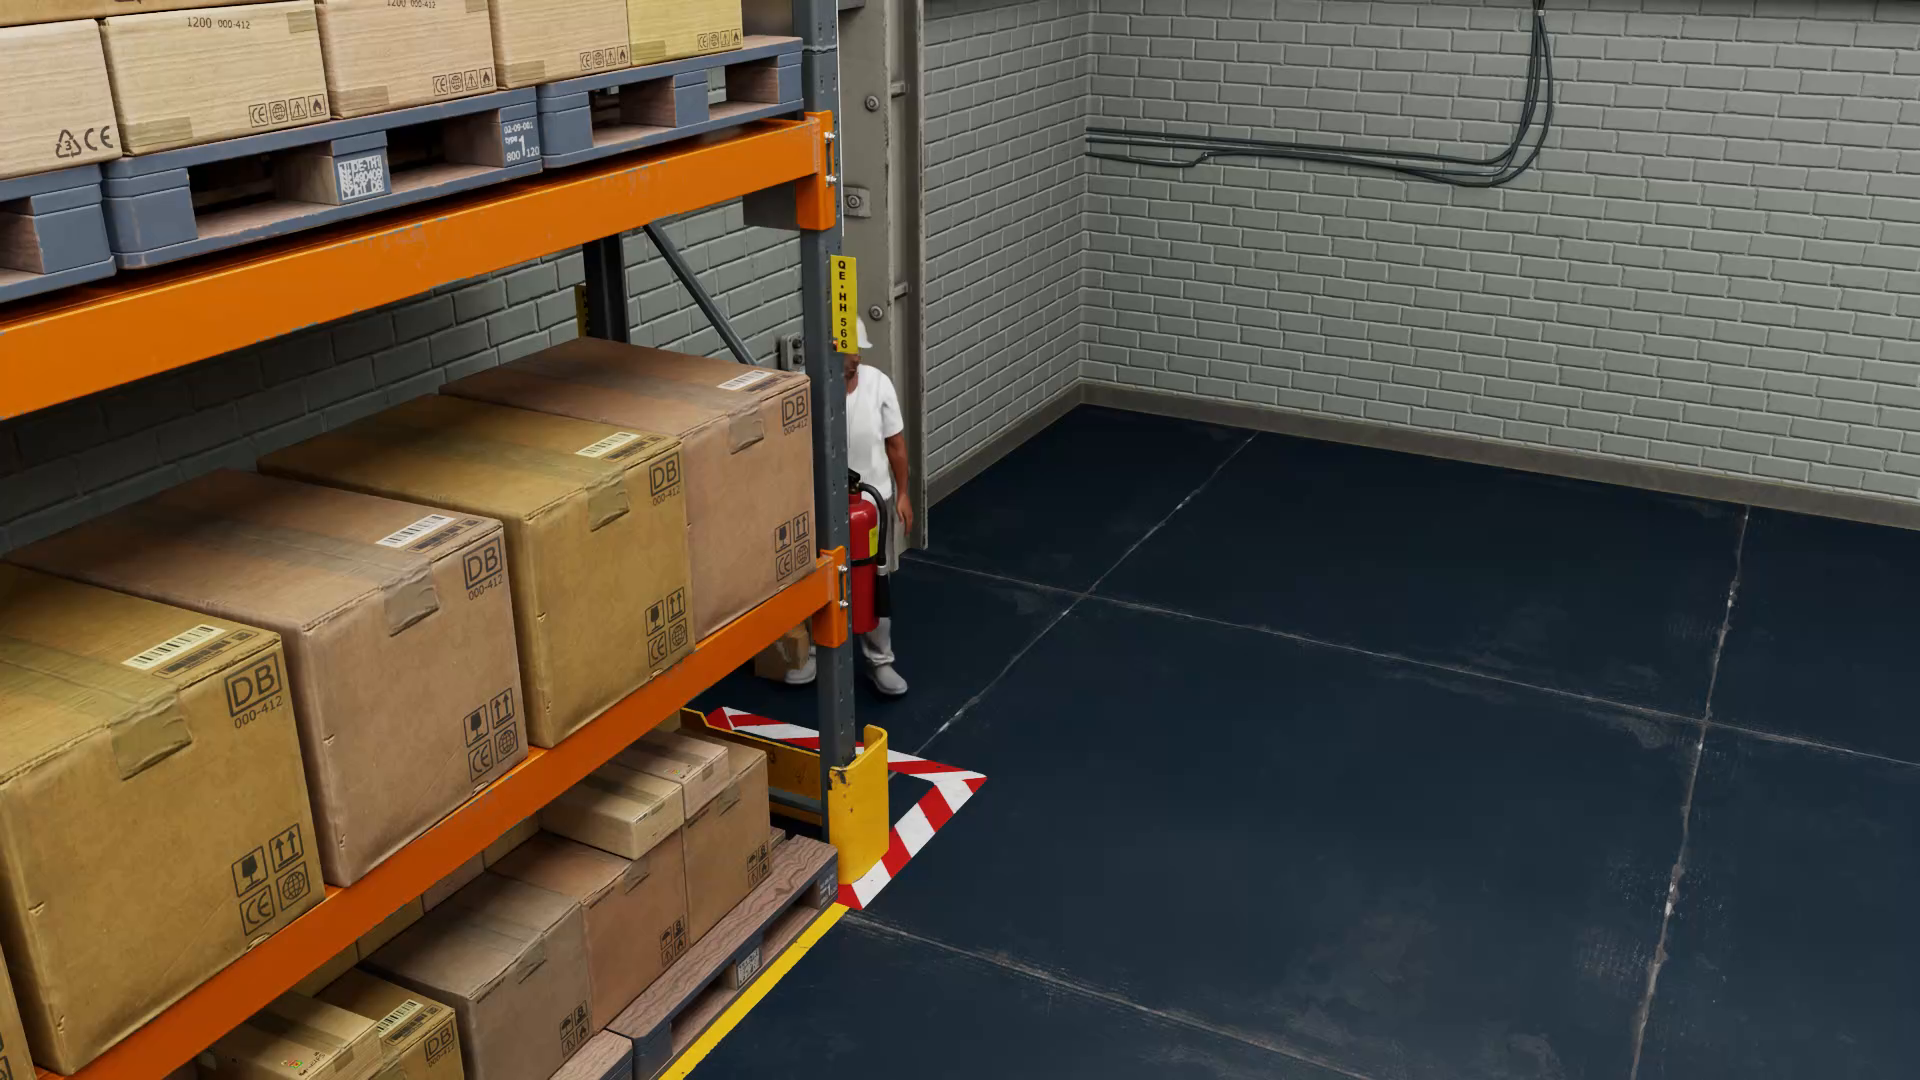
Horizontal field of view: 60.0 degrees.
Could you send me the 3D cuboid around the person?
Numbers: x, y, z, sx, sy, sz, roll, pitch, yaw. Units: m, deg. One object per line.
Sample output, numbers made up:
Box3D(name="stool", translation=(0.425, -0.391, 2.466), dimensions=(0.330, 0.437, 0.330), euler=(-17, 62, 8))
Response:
Box3D(name="person", translation=(-0.515, -0.160, 7.379), dimensions=(0.616, 1.768, 0.453), euler=(-3, 23, -7))
